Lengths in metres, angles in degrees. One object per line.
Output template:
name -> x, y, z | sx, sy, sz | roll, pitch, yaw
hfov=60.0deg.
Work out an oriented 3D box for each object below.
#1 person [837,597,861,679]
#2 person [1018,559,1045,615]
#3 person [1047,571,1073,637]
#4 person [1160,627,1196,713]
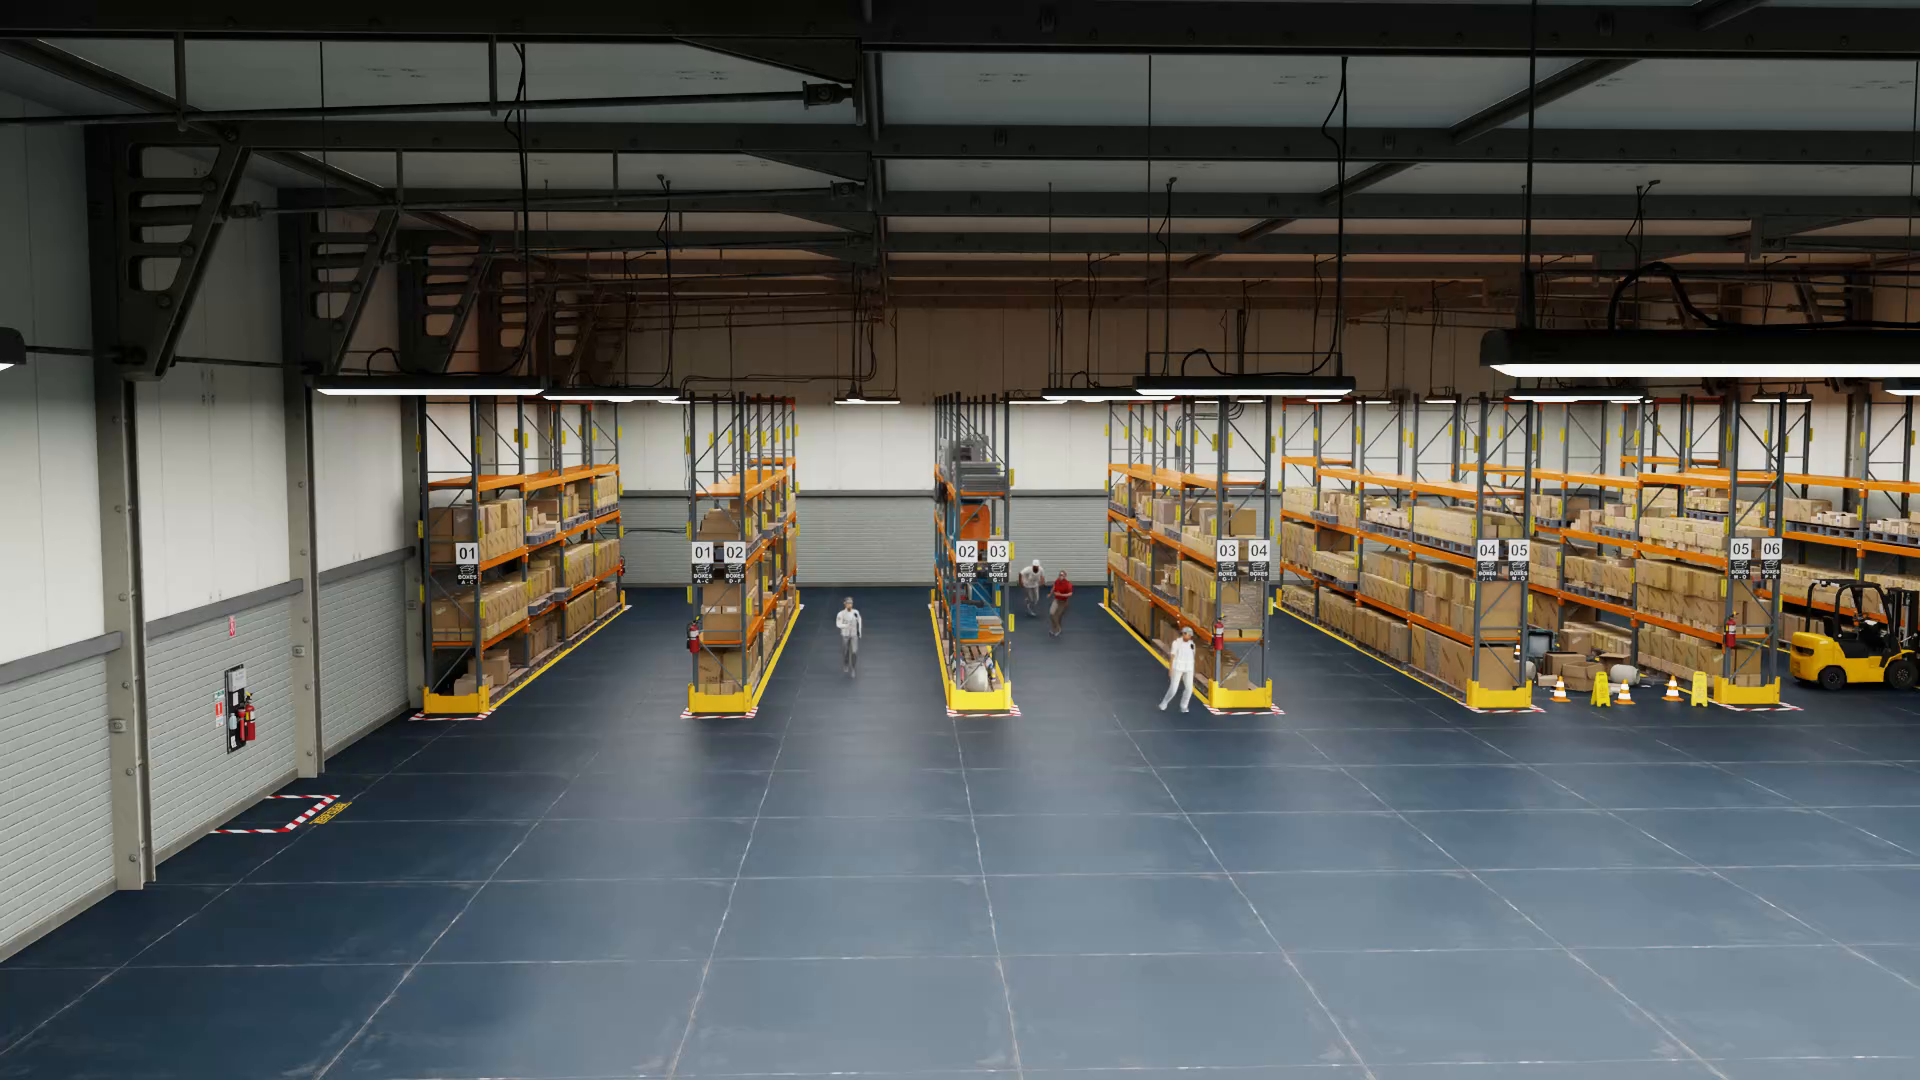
person -> -2.348, 2.063, 35.218 | 0.548, 1.740, 0.811 | -1, 5, -8
person -> 1.955, 1.293, 45.680 | 0.722, 1.570, 0.929 | -2, 5, -20
person -> 2.477, 1.571, 41.467 | 0.807, 1.640, 0.726 | 2, 5, 24
person -> 4.089, 2.415, 31.099 | 0.622, 1.627, 0.574 | -1, 5, -16
